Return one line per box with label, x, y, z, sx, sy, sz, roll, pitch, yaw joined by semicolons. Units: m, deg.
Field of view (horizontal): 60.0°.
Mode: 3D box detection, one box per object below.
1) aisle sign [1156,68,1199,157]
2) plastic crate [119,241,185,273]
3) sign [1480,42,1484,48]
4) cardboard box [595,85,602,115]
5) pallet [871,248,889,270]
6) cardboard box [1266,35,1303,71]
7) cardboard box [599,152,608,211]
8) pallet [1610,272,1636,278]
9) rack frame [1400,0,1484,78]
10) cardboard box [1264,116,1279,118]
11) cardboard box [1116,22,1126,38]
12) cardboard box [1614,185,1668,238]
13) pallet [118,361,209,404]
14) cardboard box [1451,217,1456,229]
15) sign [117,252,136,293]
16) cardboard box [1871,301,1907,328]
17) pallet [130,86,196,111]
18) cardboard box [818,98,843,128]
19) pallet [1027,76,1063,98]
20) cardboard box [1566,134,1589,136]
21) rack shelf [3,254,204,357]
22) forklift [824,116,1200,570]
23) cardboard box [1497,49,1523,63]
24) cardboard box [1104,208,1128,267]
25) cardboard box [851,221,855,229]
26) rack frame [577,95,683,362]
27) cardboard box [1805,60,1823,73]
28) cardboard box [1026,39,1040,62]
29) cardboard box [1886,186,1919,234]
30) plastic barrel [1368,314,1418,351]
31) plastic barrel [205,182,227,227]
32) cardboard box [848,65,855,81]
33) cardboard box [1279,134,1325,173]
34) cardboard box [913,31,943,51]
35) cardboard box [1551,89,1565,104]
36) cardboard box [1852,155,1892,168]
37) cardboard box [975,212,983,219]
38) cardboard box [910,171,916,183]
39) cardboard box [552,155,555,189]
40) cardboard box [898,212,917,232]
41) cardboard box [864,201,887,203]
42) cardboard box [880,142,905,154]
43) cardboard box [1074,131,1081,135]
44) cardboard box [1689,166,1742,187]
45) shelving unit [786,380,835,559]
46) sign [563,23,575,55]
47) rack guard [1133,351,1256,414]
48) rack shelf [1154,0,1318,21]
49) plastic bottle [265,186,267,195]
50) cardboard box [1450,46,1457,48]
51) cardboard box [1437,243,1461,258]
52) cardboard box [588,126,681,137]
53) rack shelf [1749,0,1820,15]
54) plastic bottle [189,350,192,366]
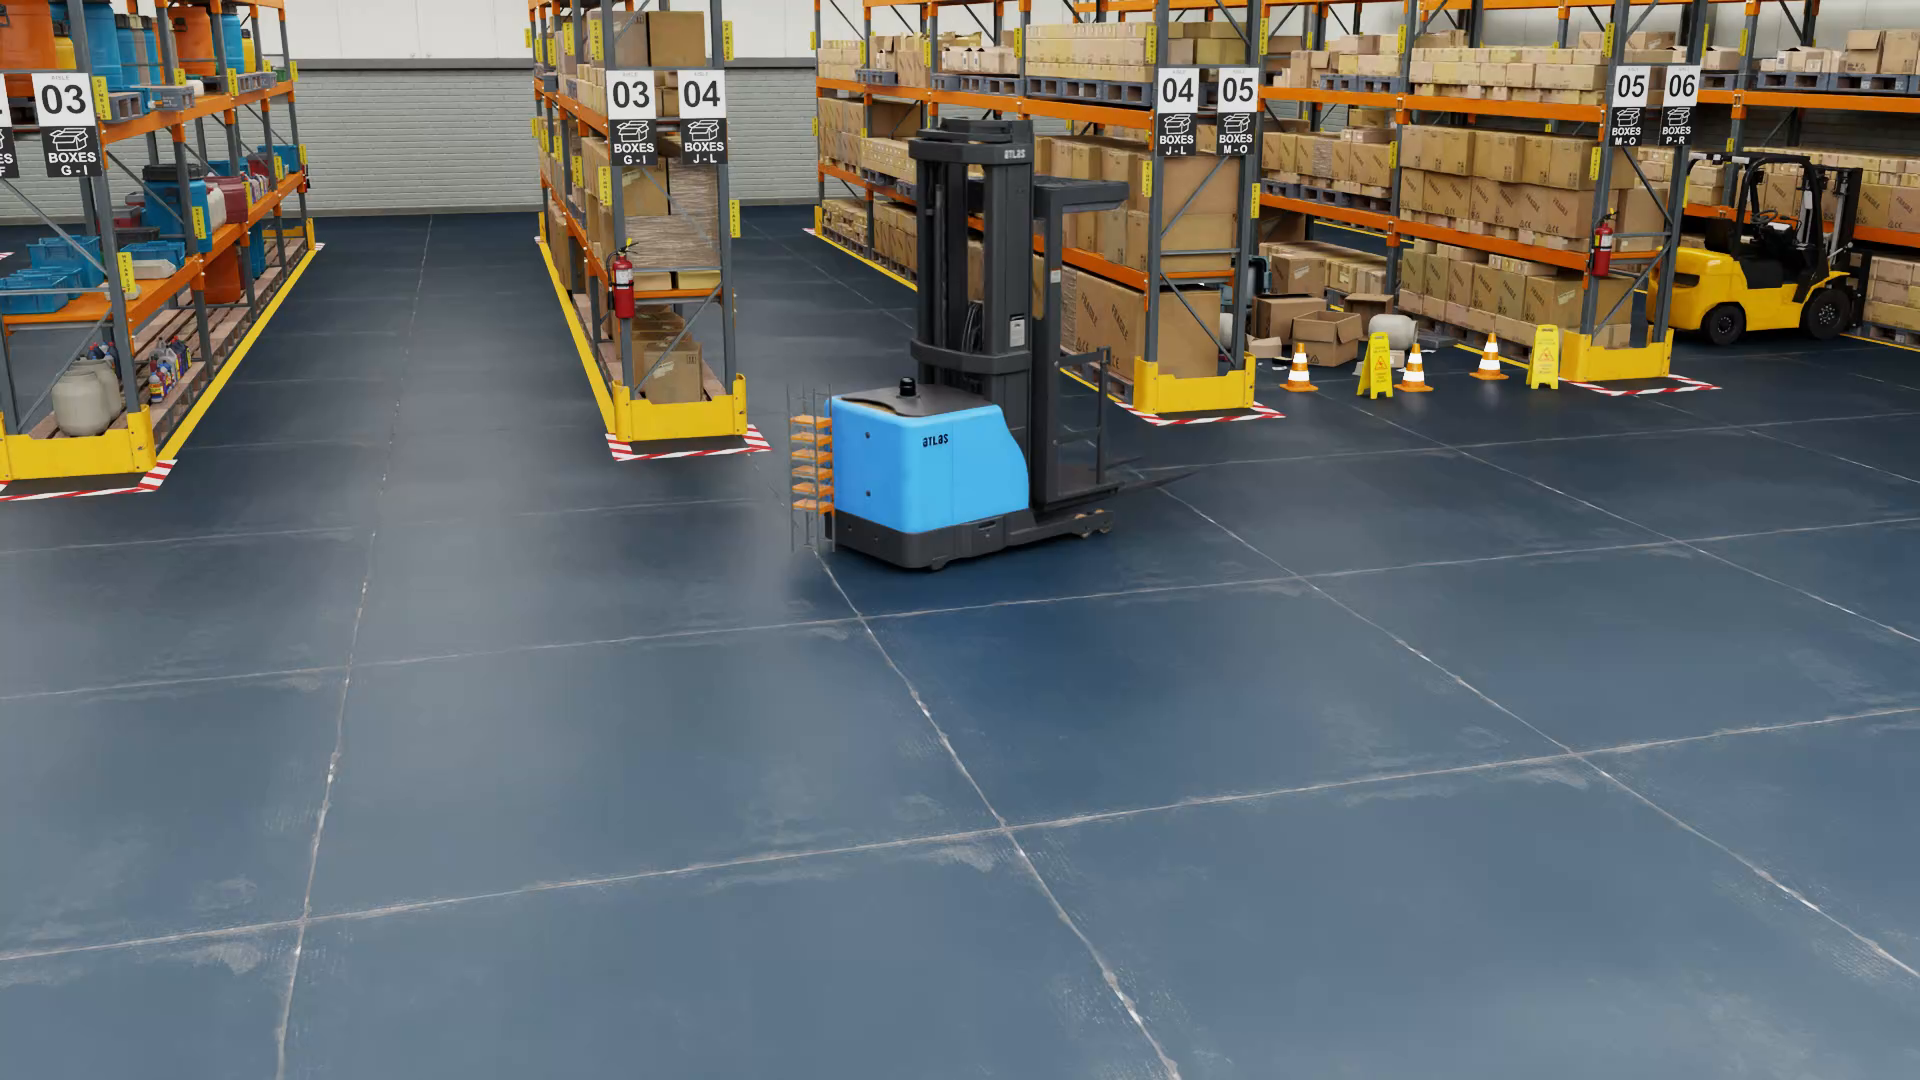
aisle sign;2.010;-3.949;15.364;0.394;0.787;0.004;-5;17;-15
plastic crate;-7.814;-2.742;16.123;0.499;0.251;0.616;-5;17;-15
sign;6.431;-6.002;20.606;0.100;0.325;0.005;-5;17;-15
cardboard box;-3.035;-3.999;15.096;0.500;0.250;0.500;-5;17;-15
pallet;-0.804;-4.515;26.617;1.003;0.211;1.213;-5;17;-15
cardboard box;4.563;-7.158;24.446;0.797;0.503;0.637;-6;18;-19
cardboard box;-3.050;-3.322;15.369;0.500;0.500;0.500;-5;17;-15
pallet;9.772;-4.206;25.588;1.003;0.211;1.213;-5;17;-15
rack frame;5.911;-7.146;20.099;1.000;3.000;0.127;-5;17;-15
cardboard box;4.639;-6.342;25.940;0.500;0.500;0.500;-4;17;-14
cardboard box;1.722;-4.900;15.985;0.380;0.149;0.250;-4;17;-14
cardboard box;7.147;-3.509;17.730;0.500;0.500;0.500;-5;17;-16
pallet;-8.235;-1.573;16.821;1.003;0.211;1.213;-5;17;-15
cardboard box;6.049;-3.760;19.694;0.380;0.149;0.250;-5;17;-16
sign;-6.750;-2.166;13.467;0.100;0.325;0.005;-5;17;-15
cardboard box;11.222;-2.687;19.733;0.500;0.250;0.500;-5;17;-15
pallet;-8.087;-4.252;16.007;1.213;0.211;1.003;-5;17;-15
cardboard box;-2.250;-7.697;29.932;0.500;0.500;0.500;-5;17;-16
pallet;1.394;-5.020;18.391;1.003;0.211;1.213;-5;17;-15
cardboard box;9.592;-6.176;26.395;0.500;0.500;0.500;-4;17;-13
rack shelf;-7.830;-2.200;15.312;1.077;0.370;4.000;-5;17;-15
forklift;0.500;-1.528;11.945;3.031;2.935;1.130;-13;21;-38
cardboard box;6.180;-5.356;18.405;0.380;0.149;0.250;-4;17;-14
cardboard box;1.961;-3.068;16.691;0.875;0.550;0.550;-5;17;-15
cardboard box;-1.652;-5.399;28.420;0.380;0.149;0.250;-4;17;-14
rack frame;-3.617;-3.489;18.353;1.000;3.000;0.127;-5;17;-15
cardboard box;10.725;-5.871;20.600;0.380;0.149;0.250;-4;17;-14
cardboard box;1.045;-5.452;18.514;0.500;0.250;0.500;-5;17;-15
cardboard box;11.261;-3.867;19.438;0.500;0.500;0.500;-4;17;-14
plastic barrel;4.987;-2.384;19.152;0.512;0.421;0.421;7;18;23
plastic barrel;-8.991;-3.990;19.826;0.421;0.512;0.421;0;17;0
cardboard box;-1.540;-7.684;27.366;0.500;0.250;0.500;-5;17;-15
cardboard box;4.863;-5.484;23.574;0.500;0.500;0.500;-4;17;-12
cardboard box;-0.436;-7.043;23.466;0.396;0.266;0.258;-5;17;-15
cardboard box;6.503;-4.701;17.612;0.380;0.149;0.250;-4;17;-14
cardboard box;11.054;-4.567;20.123;0.380;0.149;0.250;-4;17;-14
cardboard box;0.501;-4.304;20.892;0.500;0.500;0.500;-5;17;-15
cardboard box;-0.497;-5.141;23.558;0.380;0.149;0.250;-4;17;-14
cardboard box;-5.791;-5.464;24.754;0.500;0.500;0.500;-5;17;-15
cardboard box;-0.634;-4.772;24.936;0.500;0.250;0.500;-4;17;-14
cardboard box;-1.522;-6.031;30.008;0.380;0.149;0.250;-5;17;-16
cardboard box;-0.997;-5.929;25.149;0.380;0.149;0.250;-4;17;-13
cardboard box;2.469;-7.484;31.480;0.500;0.500;0.500;-5;17;-16
cardboard box;10.302;-4.949;22.606;0.500;0.250;0.500;-5;17;-16
shelving unit;-1.026;-0.482;11.470;0.258;1.200;0.189;10;19;29
sign;-4.150;-5.317;17.641;0.100;0.325;0.005;-5;17;-15
rack guard;2.285;-1.543;16.220;1.175;0.500;0.348;-5;17;-15
rack shelf;4.262;-8.269;25.785;1.077;0.370;4.000;-5;17;-15
plastic bottle;-10.101;-5.102;24.068;0.097;0.201;0.097;0;17;0
cardboard box;8.411;-8.259;28.033;0.380;0.149;0.250;-5;17;-16
cardboard box;5.933;-3.461;19.878;0.380;0.149;0.250;-4;17;-13
cardboard box;-3.701;-4.208;18.975;1.000;1.000;1.000;-5;17;-15
rack shelf;11.232;-6.450;19.728;1.077;0.370;4.000;-5;17;-15
plastic bottle;-7.980;-1.892;17.137;0.097;0.201;0.097;0;17;0
